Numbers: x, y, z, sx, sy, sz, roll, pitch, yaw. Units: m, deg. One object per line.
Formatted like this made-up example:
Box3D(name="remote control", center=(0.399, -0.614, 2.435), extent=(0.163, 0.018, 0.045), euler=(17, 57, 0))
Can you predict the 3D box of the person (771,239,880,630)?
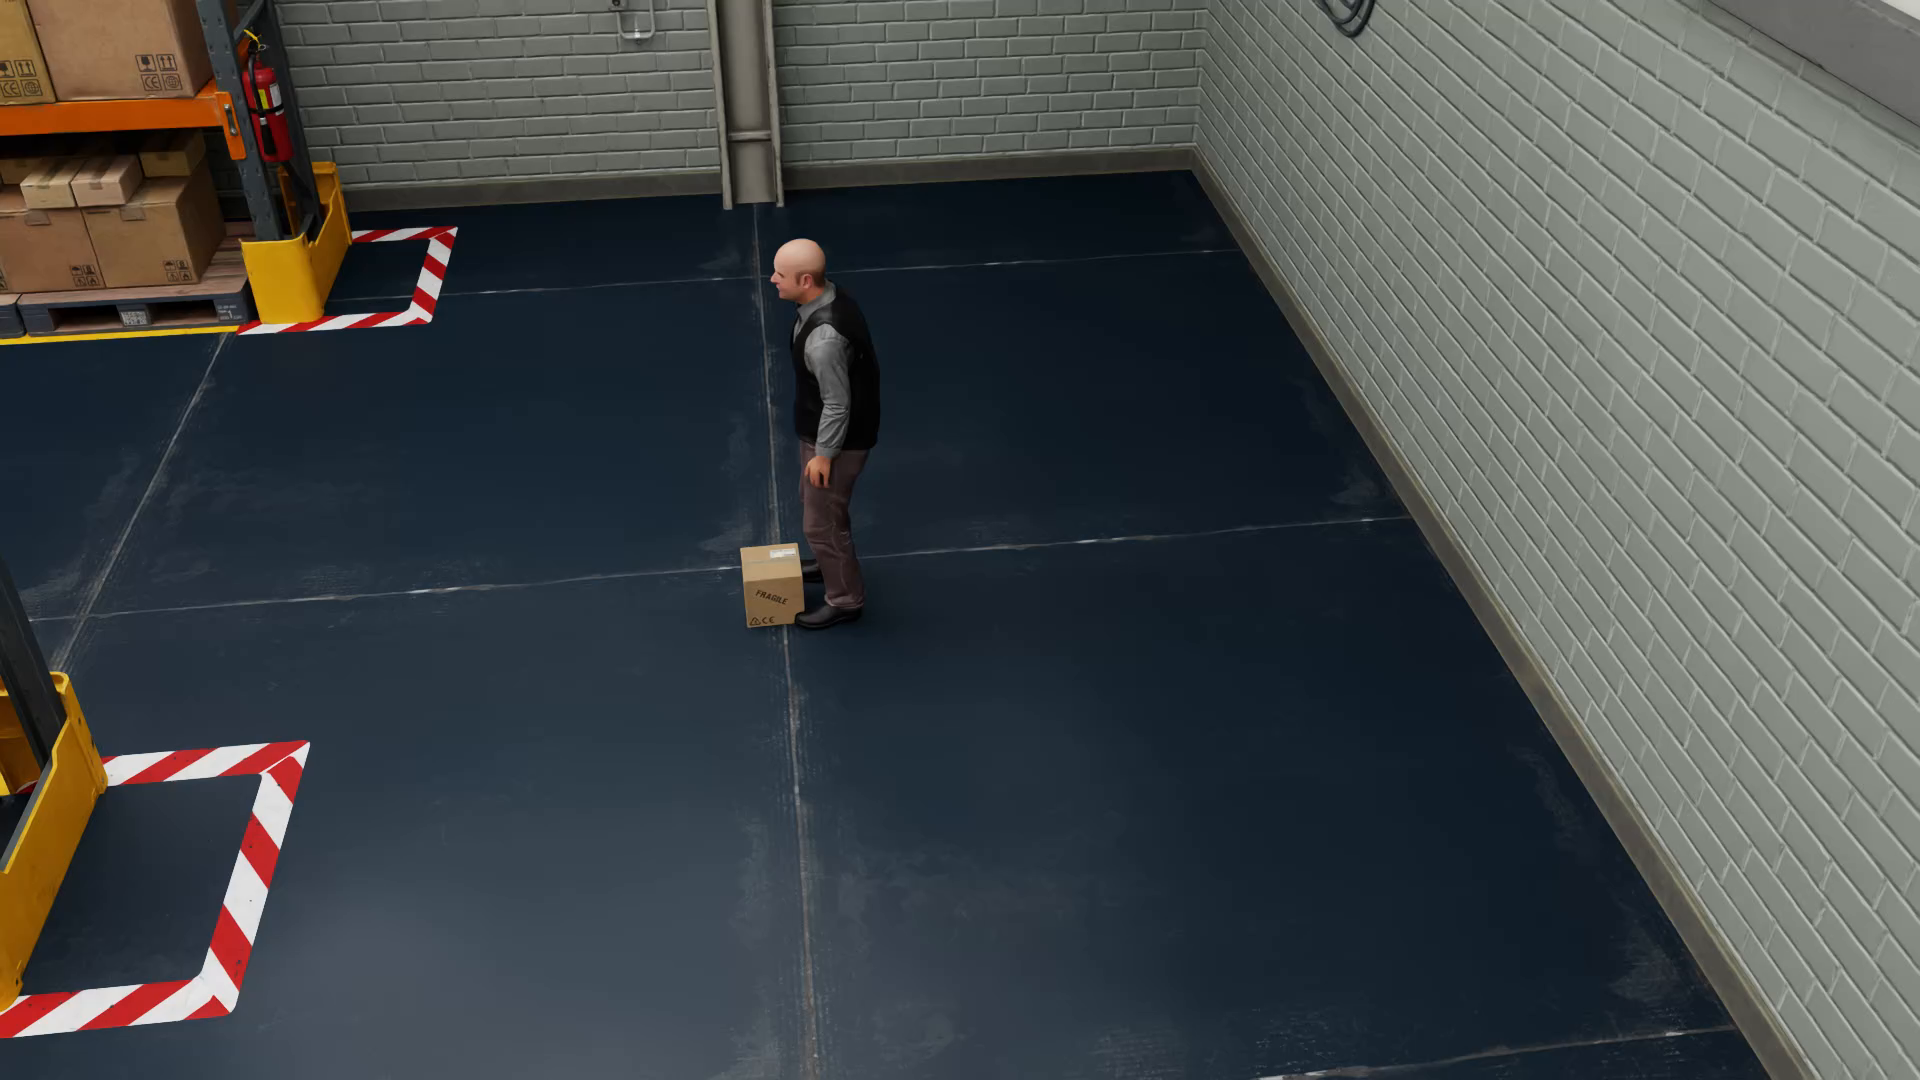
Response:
Box3D(name="person", center=(-0.531, -0.441, 6.805), extent=(0.420, 1.721, 0.580), euler=(-4, 35, -6))
